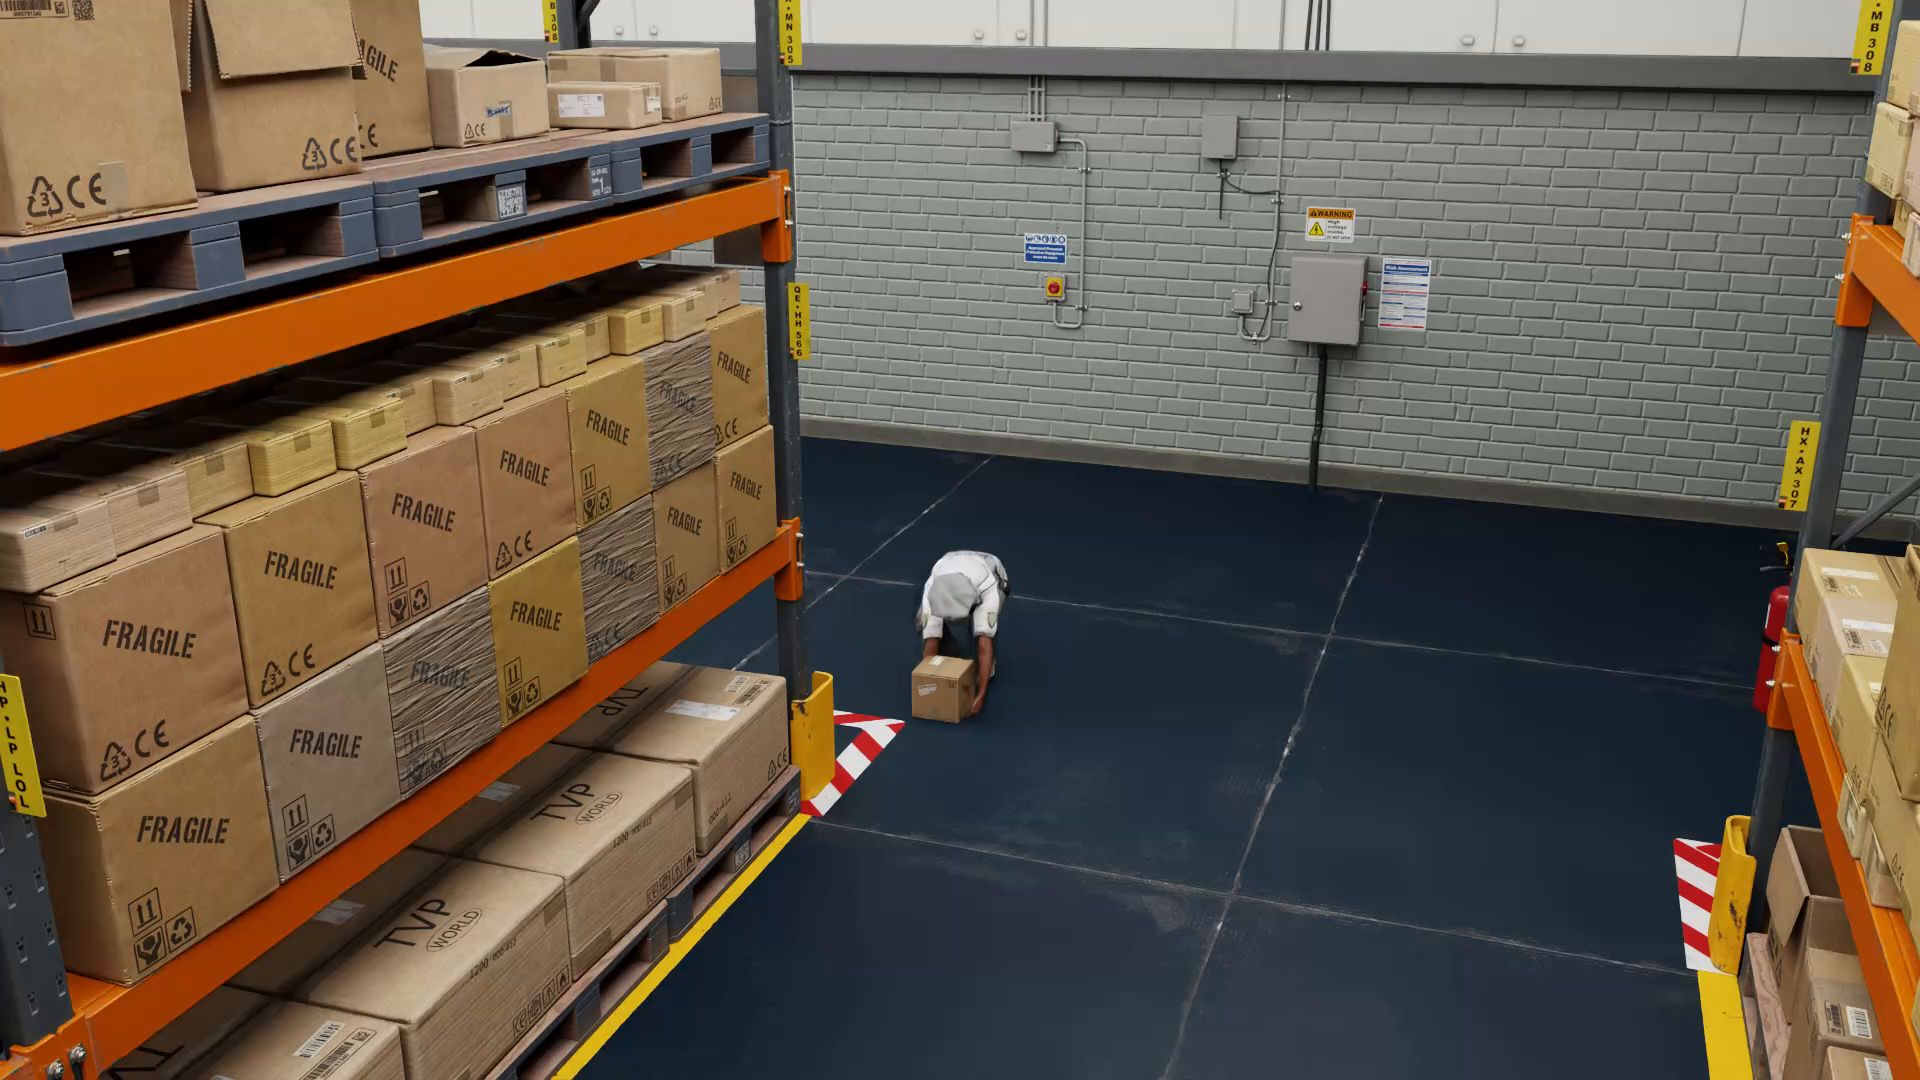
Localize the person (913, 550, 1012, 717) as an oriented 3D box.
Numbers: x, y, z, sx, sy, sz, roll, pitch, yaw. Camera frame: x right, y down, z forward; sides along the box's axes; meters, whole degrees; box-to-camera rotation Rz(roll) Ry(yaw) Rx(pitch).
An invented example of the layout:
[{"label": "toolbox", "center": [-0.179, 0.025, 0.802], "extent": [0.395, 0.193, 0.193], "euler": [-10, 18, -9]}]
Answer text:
[{"label": "person", "center": [0.008, 0.438, 8.796], "extent": [0.493, 0.771, 0.950], "euler": [6, 20, 17]}]
